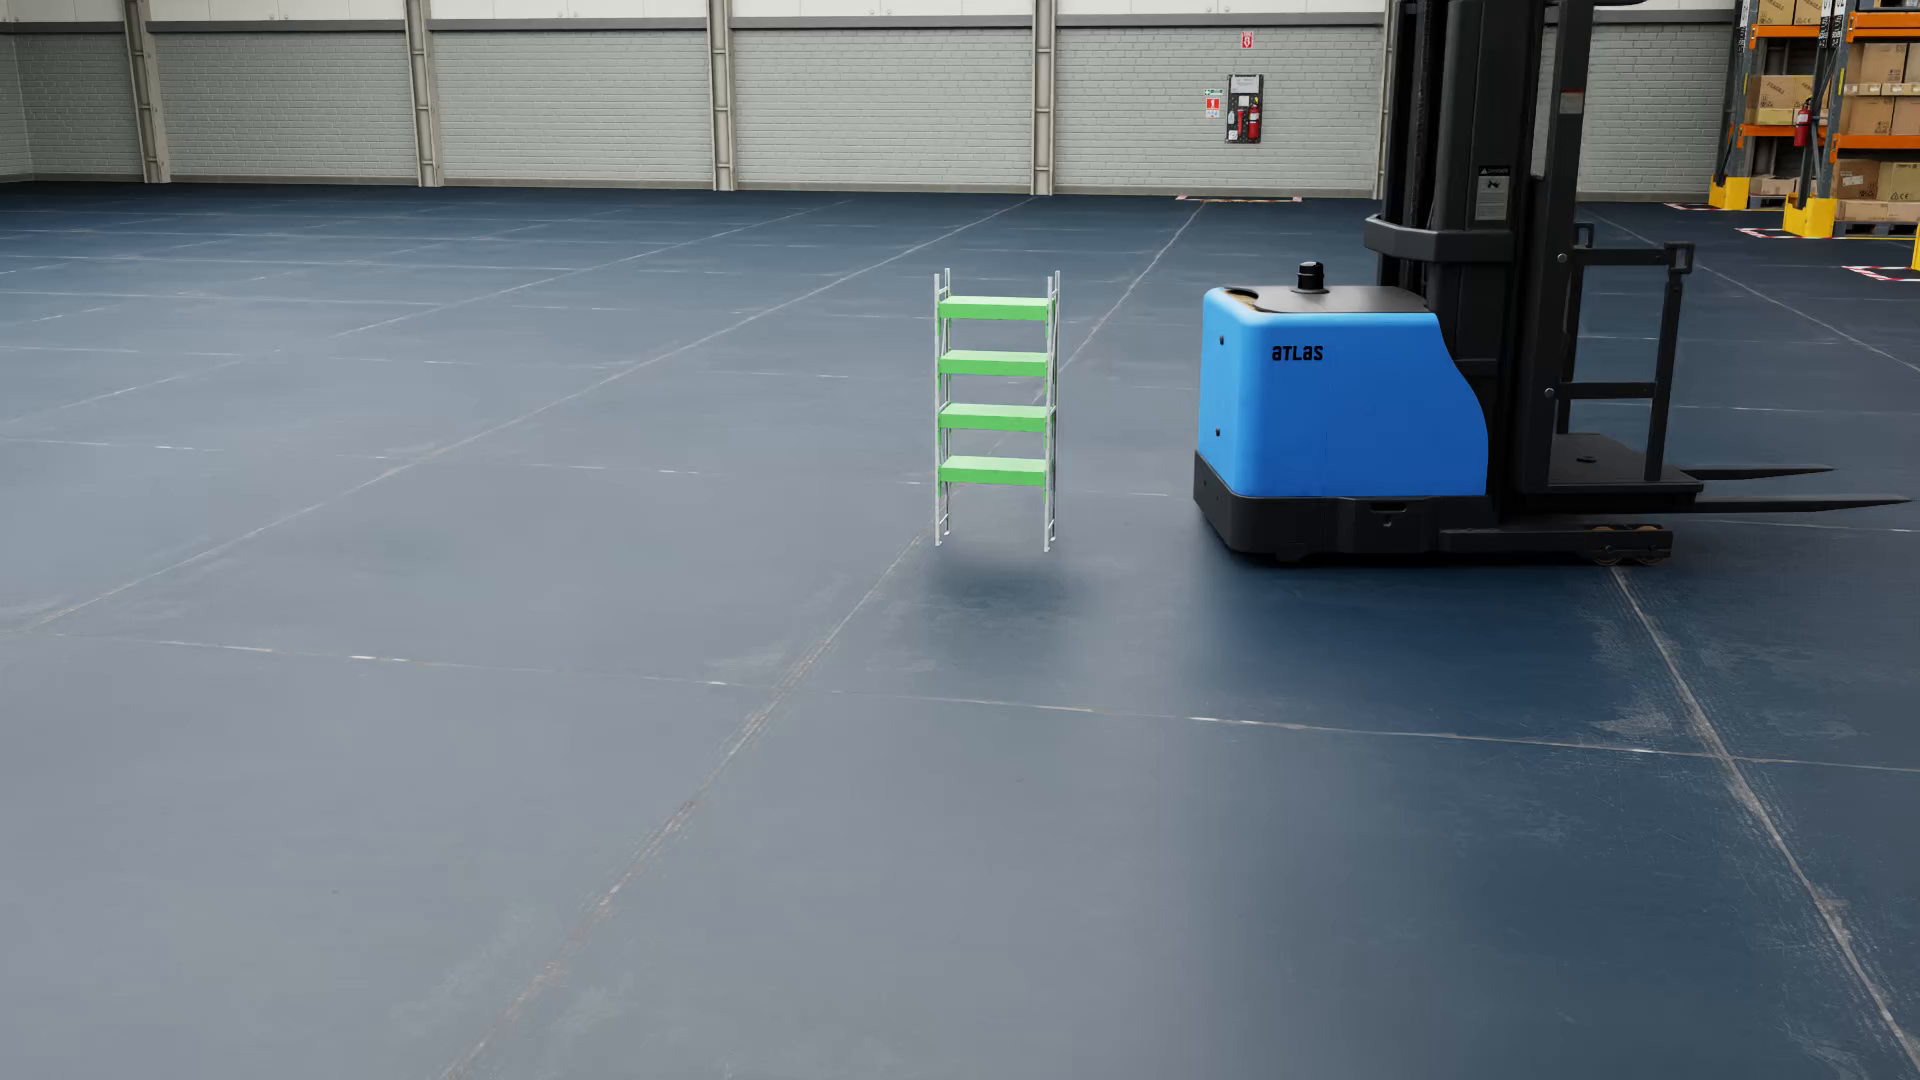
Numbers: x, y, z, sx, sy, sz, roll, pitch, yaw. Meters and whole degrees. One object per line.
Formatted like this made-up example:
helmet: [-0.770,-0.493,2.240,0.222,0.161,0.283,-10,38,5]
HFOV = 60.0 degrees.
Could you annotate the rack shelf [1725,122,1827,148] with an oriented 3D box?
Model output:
rack shelf: [14.352,-6.408,26.353,4.000,0.370,1.077,3,16,11]

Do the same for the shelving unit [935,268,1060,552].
shelving unit: [0.162,-0.569,7.300,0.503,1.200,0.258,3,16,11]

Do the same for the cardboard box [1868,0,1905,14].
cardboard box: [14.228,-8.194,25.609,0.500,0.500,0.500,4,16,15]

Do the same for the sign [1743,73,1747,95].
sign: [12.284,-7.136,26.013,0.005,0.325,0.100,3,16,11]

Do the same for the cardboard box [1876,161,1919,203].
cardboard box: [12.381,-4.691,21.766,0.500,0.500,0.500,3,16,11]

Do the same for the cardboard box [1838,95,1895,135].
cardboard box: [11.864,-5.585,21.847,0.500,0.500,0.700,3,16,11]

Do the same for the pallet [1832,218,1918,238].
pallet: [12.167,-4.191,22.227,1.213,0.211,1.003,3,16,11]

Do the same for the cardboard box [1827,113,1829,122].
cardboard box: [13.817,-6.637,26.075,0.500,0.250,0.500,3,16,10]

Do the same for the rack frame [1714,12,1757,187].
rack frame: [12.392,-6.861,26.641,0.127,3.000,1.000,3,16,11]

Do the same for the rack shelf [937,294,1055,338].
rack shelf: [0.162,-0.970,7.189,0.480,0.148,0.258,3,16,11]

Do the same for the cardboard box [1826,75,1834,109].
cardboard box: [13.788,-6.998,25.974,0.500,0.500,0.500,3,16,9]

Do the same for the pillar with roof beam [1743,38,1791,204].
pillar with roof beam: [12.393,-8.815,22.457,0.400,9.000,9.100,3,16,11]

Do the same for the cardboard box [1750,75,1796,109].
cardboard box: [12.800,-7.056,26.183,0.500,0.500,0.500,3,16,11]

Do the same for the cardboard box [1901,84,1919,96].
cardboard box: [12.254,-5.821,21.486,0.250,0.149,0.380,3,16,11]

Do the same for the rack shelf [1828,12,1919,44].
rack shelf: [13.369,-6.557,21.274,4.000,0.370,1.077,3,16,11]

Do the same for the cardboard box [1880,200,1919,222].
cardboard box: [12.381,-4.330,21.868,0.500,0.250,0.500,3,16,11]

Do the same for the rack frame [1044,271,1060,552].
rack frame: [0.401,-0.556,7.253,0.015,1.200,0.240,3,16,11]

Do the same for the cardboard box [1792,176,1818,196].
cardboard box: [13.611,-5.686,26.614,0.500,0.311,0.500,4,16,16]

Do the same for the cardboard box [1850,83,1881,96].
cardboard box: [11.751,-5.848,21.584,0.250,0.149,0.380,3,16,11]

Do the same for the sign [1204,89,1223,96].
sign: [4.439,-7.837,29.105,0.331,0.109,0.001,3,16,11]

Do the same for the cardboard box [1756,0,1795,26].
cardboard box: [12.670,-8.281,25.925,0.500,0.500,0.500,4,16,13]

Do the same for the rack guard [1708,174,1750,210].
rack guard: [12.467,-5.652,26.960,0.348,0.500,1.175,3,16,11]

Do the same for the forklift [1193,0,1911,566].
forklift: [2.645,-1.443,7.212,3.031,2.935,1.130,-1,15,-2]

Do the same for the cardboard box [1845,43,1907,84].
cardboard box: [11.916,-6.207,21.664,0.500,0.500,0.700,3,16,11]

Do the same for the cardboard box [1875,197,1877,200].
cardboard box: [12.486,-4.467,22.365,0.500,0.250,0.500,3,16,11]

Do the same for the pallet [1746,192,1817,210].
pallet: [13.256,-5.461,26.810,1.213,0.211,1.003,3,16,11]

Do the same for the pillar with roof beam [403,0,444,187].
pillar with roof beam: [-11.126,-10.092,27.066,0.400,9.000,9.100,3,16,11]

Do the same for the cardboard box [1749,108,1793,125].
cardboard box: [12.807,-6.689,26.265,0.500,0.250,0.500,3,16,9]

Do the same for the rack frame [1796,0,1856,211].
rack frame: [11.409,-5.565,21.962,0.127,3.000,1.000,3,16,11]

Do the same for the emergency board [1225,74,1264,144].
emergency board: [4.957,-7.511,28.987,0.643,1.169,0.194,3,16,11]

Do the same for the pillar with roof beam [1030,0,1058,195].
pillar with roof beam: [0.634,-9.453,24.762,0.400,9.000,9.100,3,16,11]

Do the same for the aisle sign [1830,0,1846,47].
aisle sign: [11.284,-6.741,21.339,0.004,0.787,0.394,3,16,11]

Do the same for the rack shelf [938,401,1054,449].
rack shelf: [0.162,-0.508,7.317,0.480,0.148,0.258,3,16,11]
